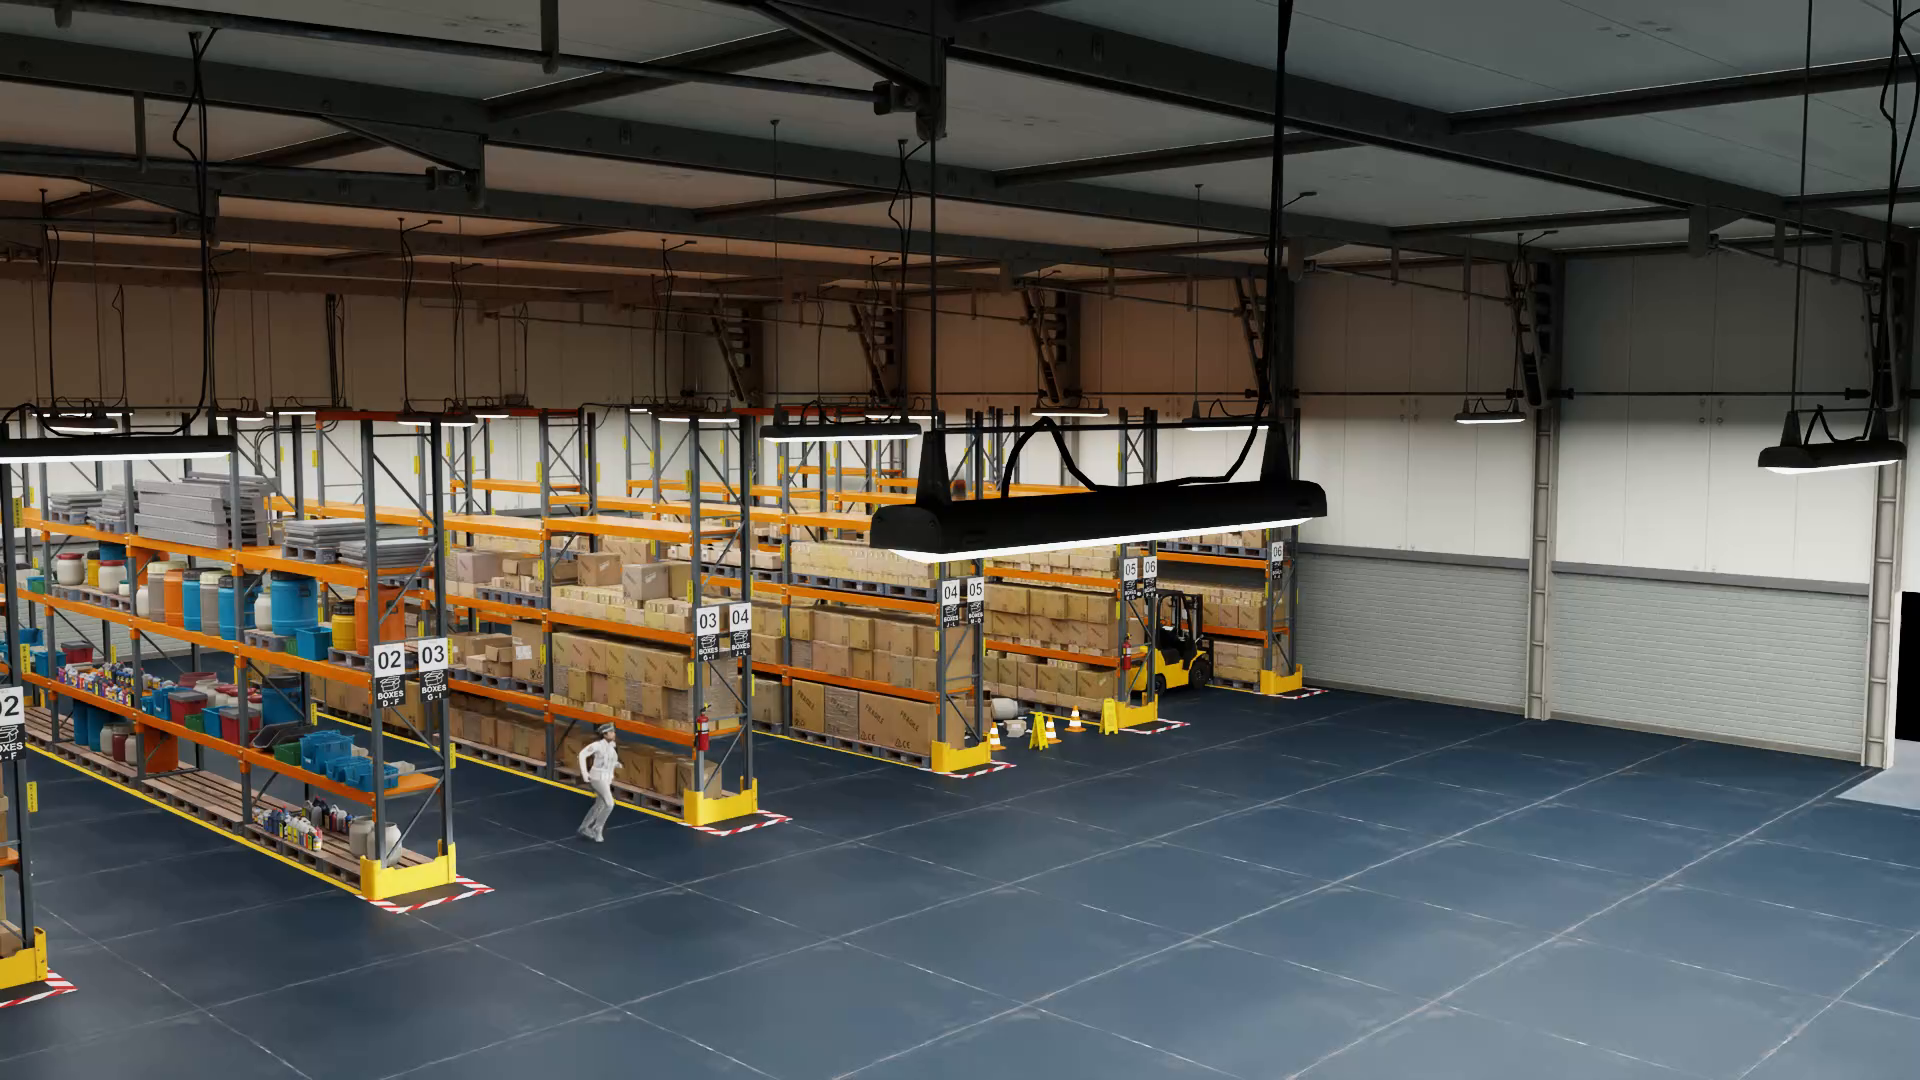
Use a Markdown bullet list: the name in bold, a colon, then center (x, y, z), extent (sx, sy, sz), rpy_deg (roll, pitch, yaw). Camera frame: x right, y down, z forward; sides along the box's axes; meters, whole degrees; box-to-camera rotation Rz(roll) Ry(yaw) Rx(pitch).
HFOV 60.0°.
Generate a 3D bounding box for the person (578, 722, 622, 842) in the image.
- **person**: center (-5.093, 3.441, 23.608), extent (0.678, 1.736, 0.633), rpy_deg (2, 5, 20)
